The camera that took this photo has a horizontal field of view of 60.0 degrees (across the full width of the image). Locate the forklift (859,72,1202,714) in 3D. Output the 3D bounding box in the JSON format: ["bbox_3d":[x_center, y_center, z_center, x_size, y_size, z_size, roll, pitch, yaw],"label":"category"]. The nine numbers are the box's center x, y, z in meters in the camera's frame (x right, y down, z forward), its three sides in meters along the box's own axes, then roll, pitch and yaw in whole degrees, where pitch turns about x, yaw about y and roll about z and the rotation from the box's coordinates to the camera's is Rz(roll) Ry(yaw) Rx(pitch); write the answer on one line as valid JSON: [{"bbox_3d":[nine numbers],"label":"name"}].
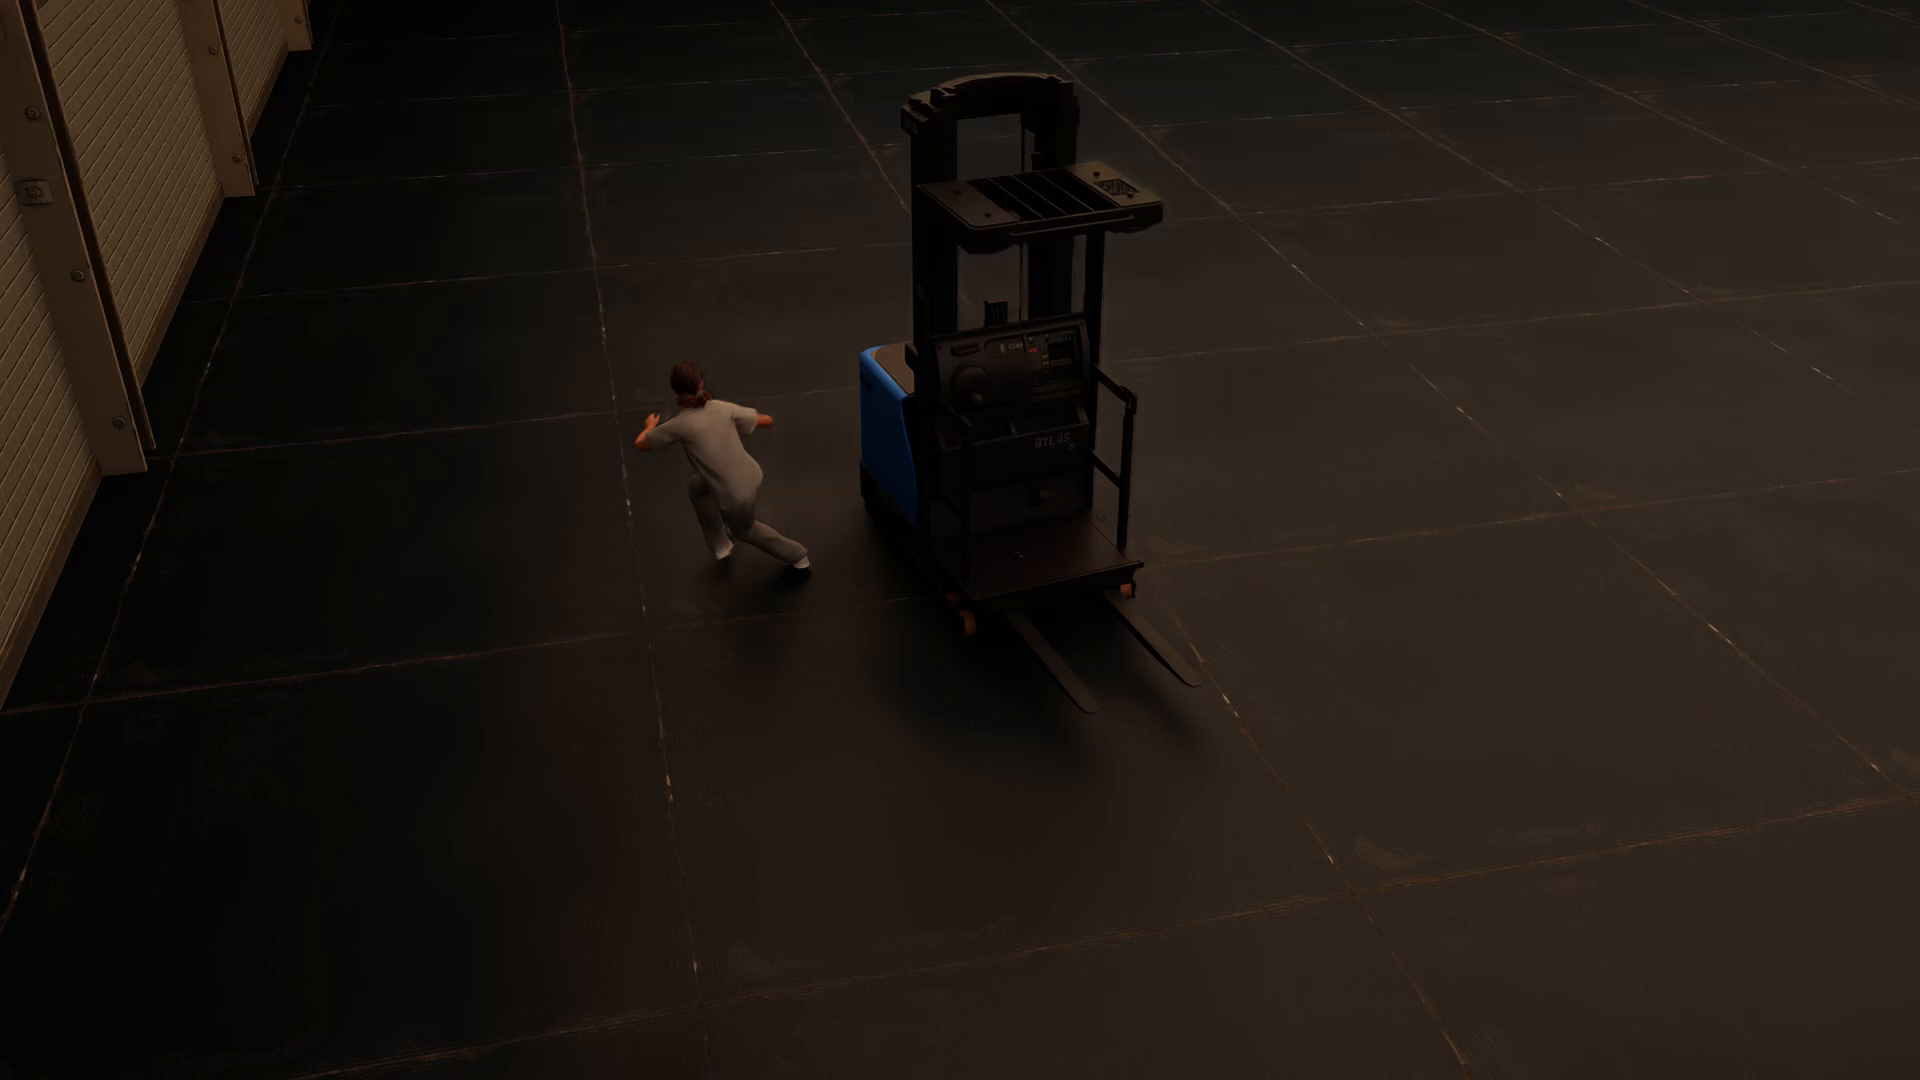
[{"bbox_3d":[0.385,-0.950,9.216,1.130,2.935,3.031,-12,32,-19],"label":"forklift"}]

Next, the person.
[{"bbox_3d":[-1.425,-0.419,9.786,0.819,1.431,0.880,20,36,31],"label":"person"}]
